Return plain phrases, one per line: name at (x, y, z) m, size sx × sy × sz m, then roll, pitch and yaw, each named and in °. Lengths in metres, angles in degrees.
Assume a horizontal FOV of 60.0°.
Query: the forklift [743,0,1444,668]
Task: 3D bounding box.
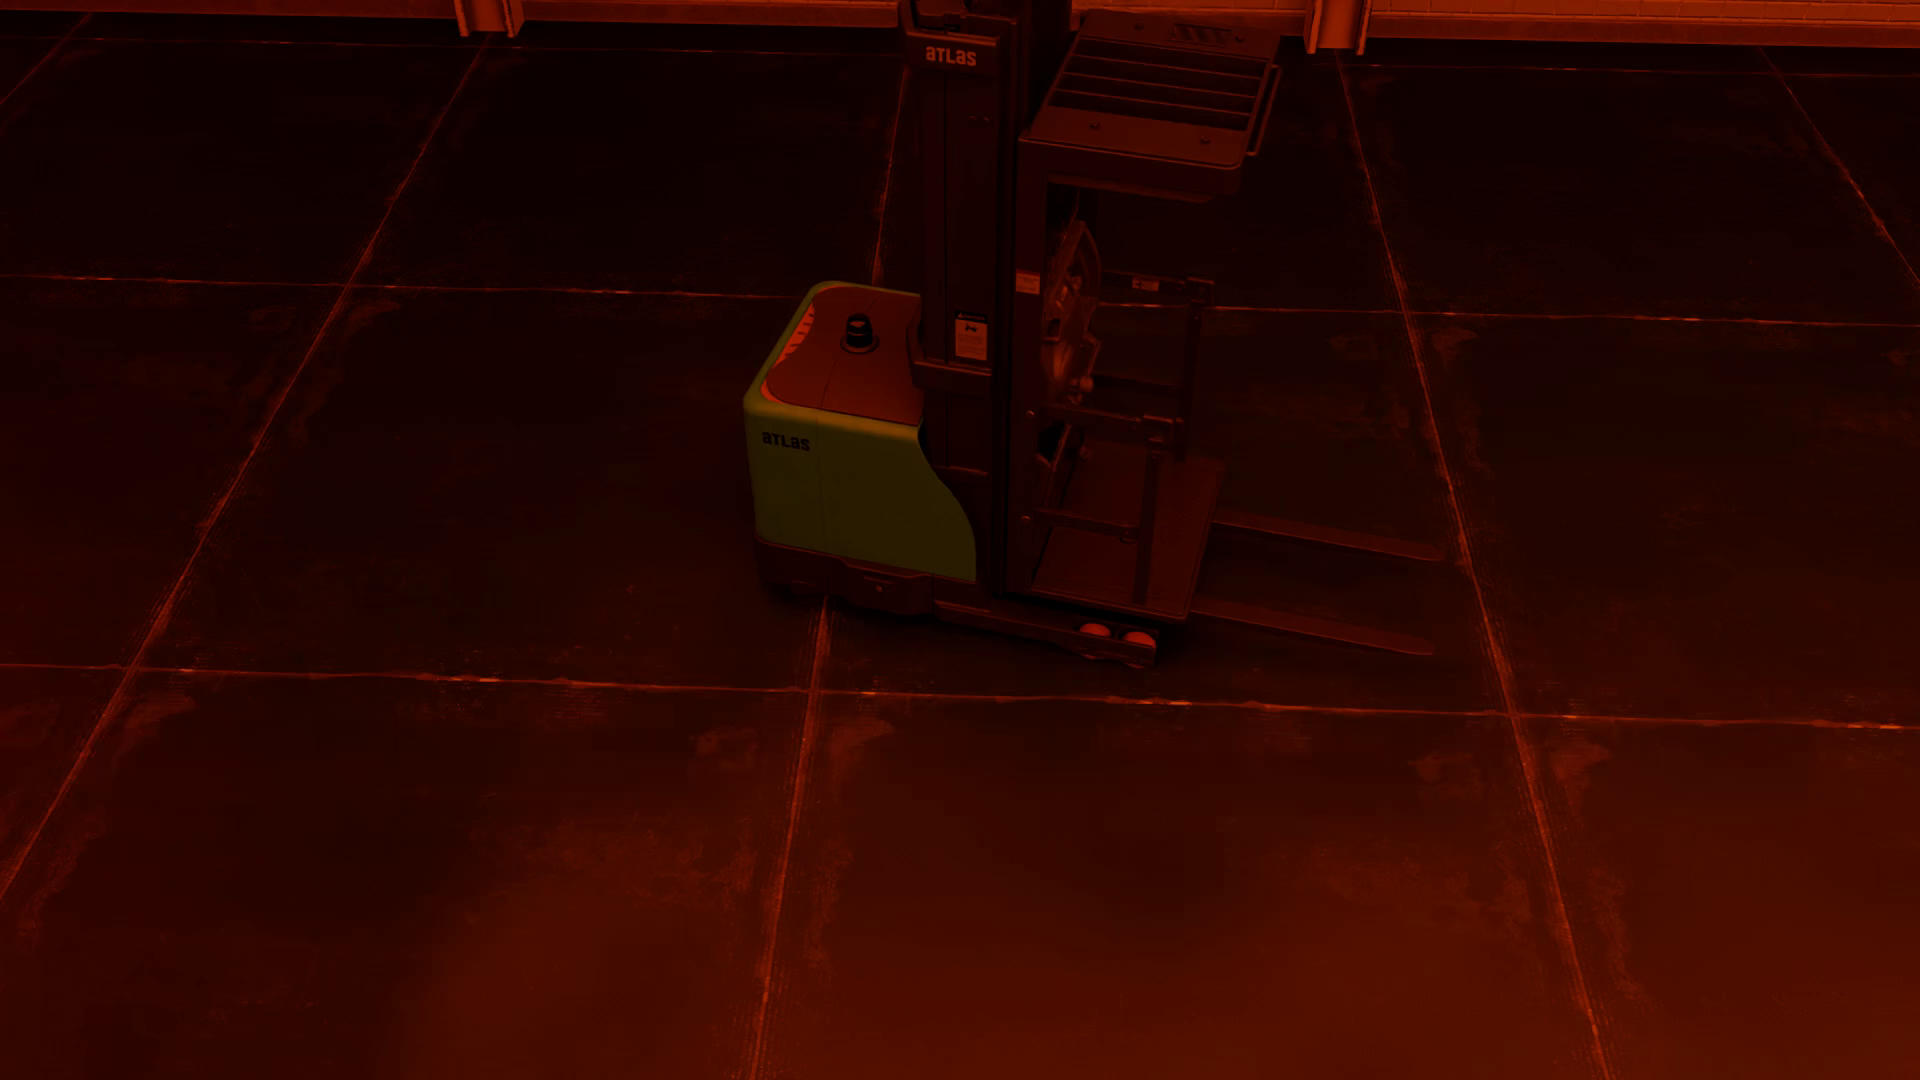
forklift at (0.642, -0.920, 6.750) m, size 3.031 × 2.935 × 1.130 m, roll 11°, pitch 43°, yaw 11°
